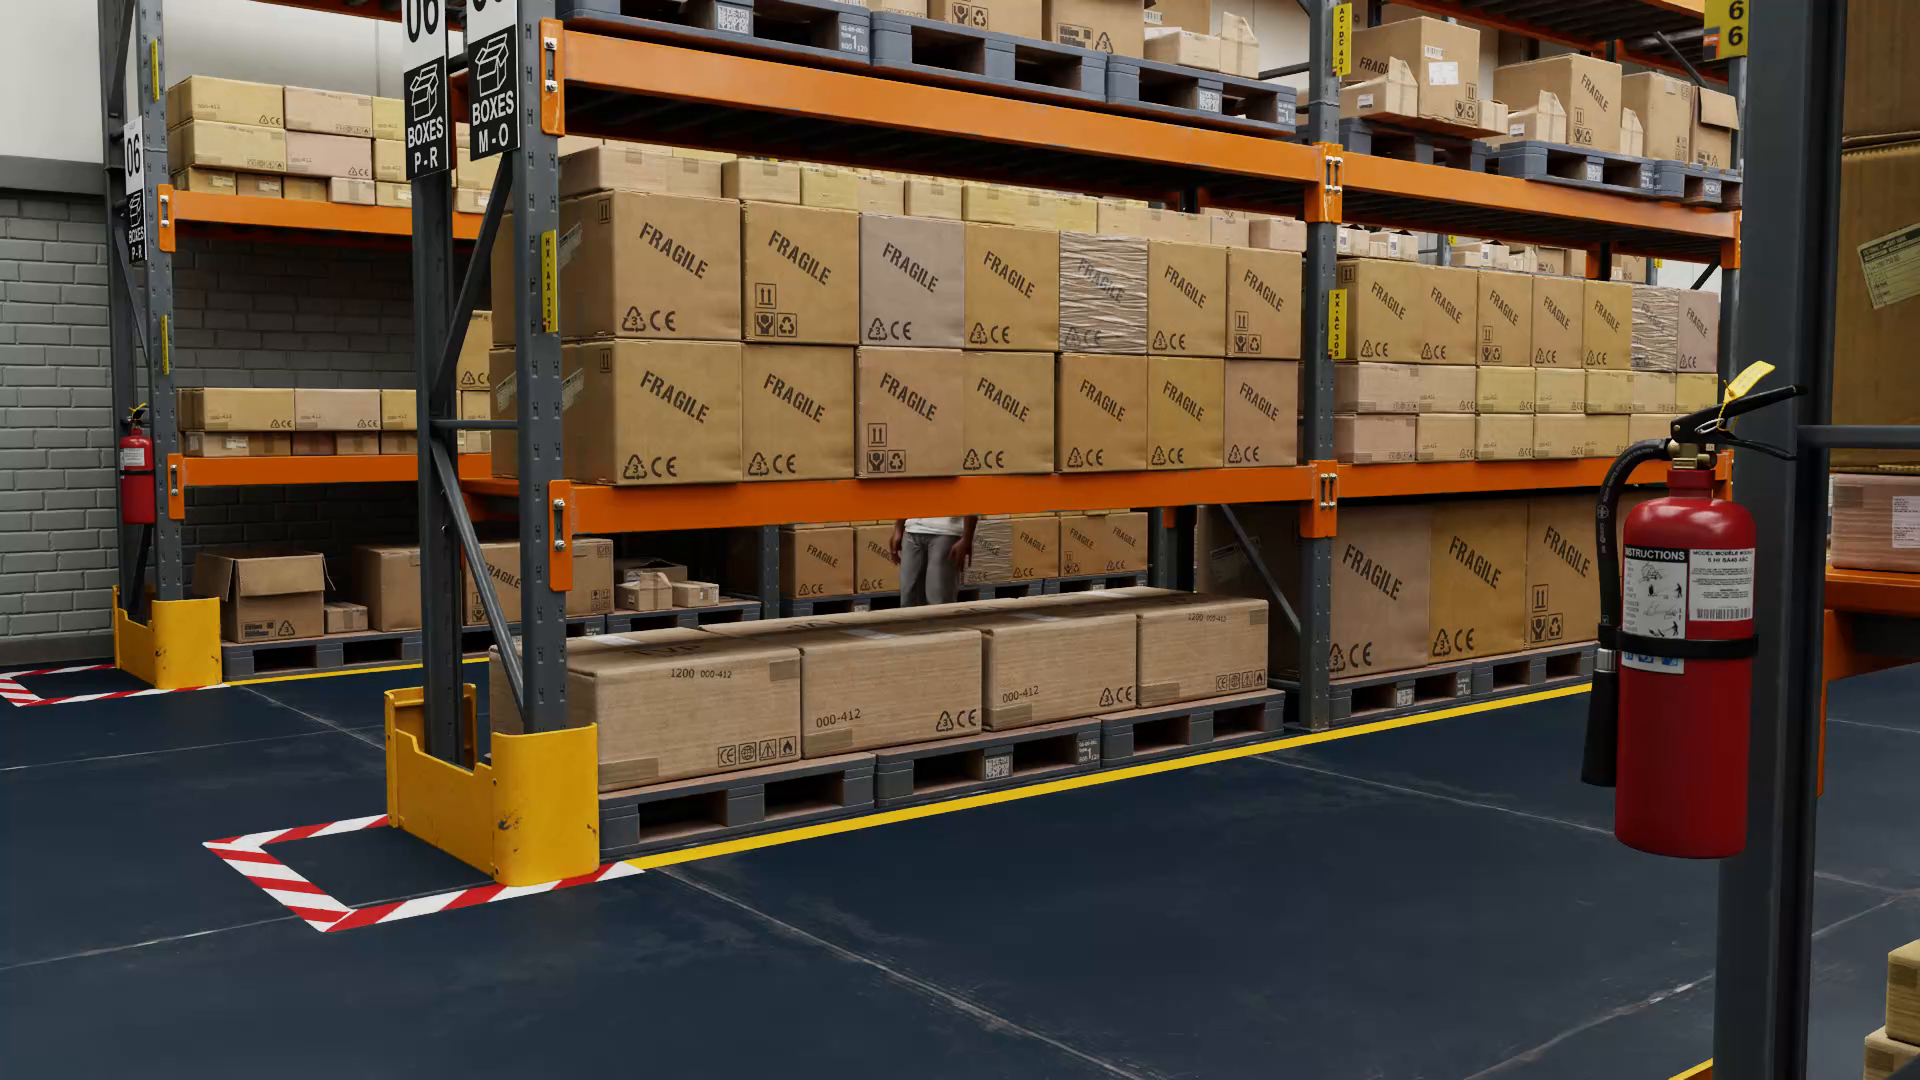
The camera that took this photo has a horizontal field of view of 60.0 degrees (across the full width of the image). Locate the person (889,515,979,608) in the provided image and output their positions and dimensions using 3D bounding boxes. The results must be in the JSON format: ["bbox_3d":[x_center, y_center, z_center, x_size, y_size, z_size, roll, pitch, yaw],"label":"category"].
[{"bbox_3d":[-0.157,-0.017,9.106,0.461,1.759,0.628,-4,6,-42],"label":"person"}]
